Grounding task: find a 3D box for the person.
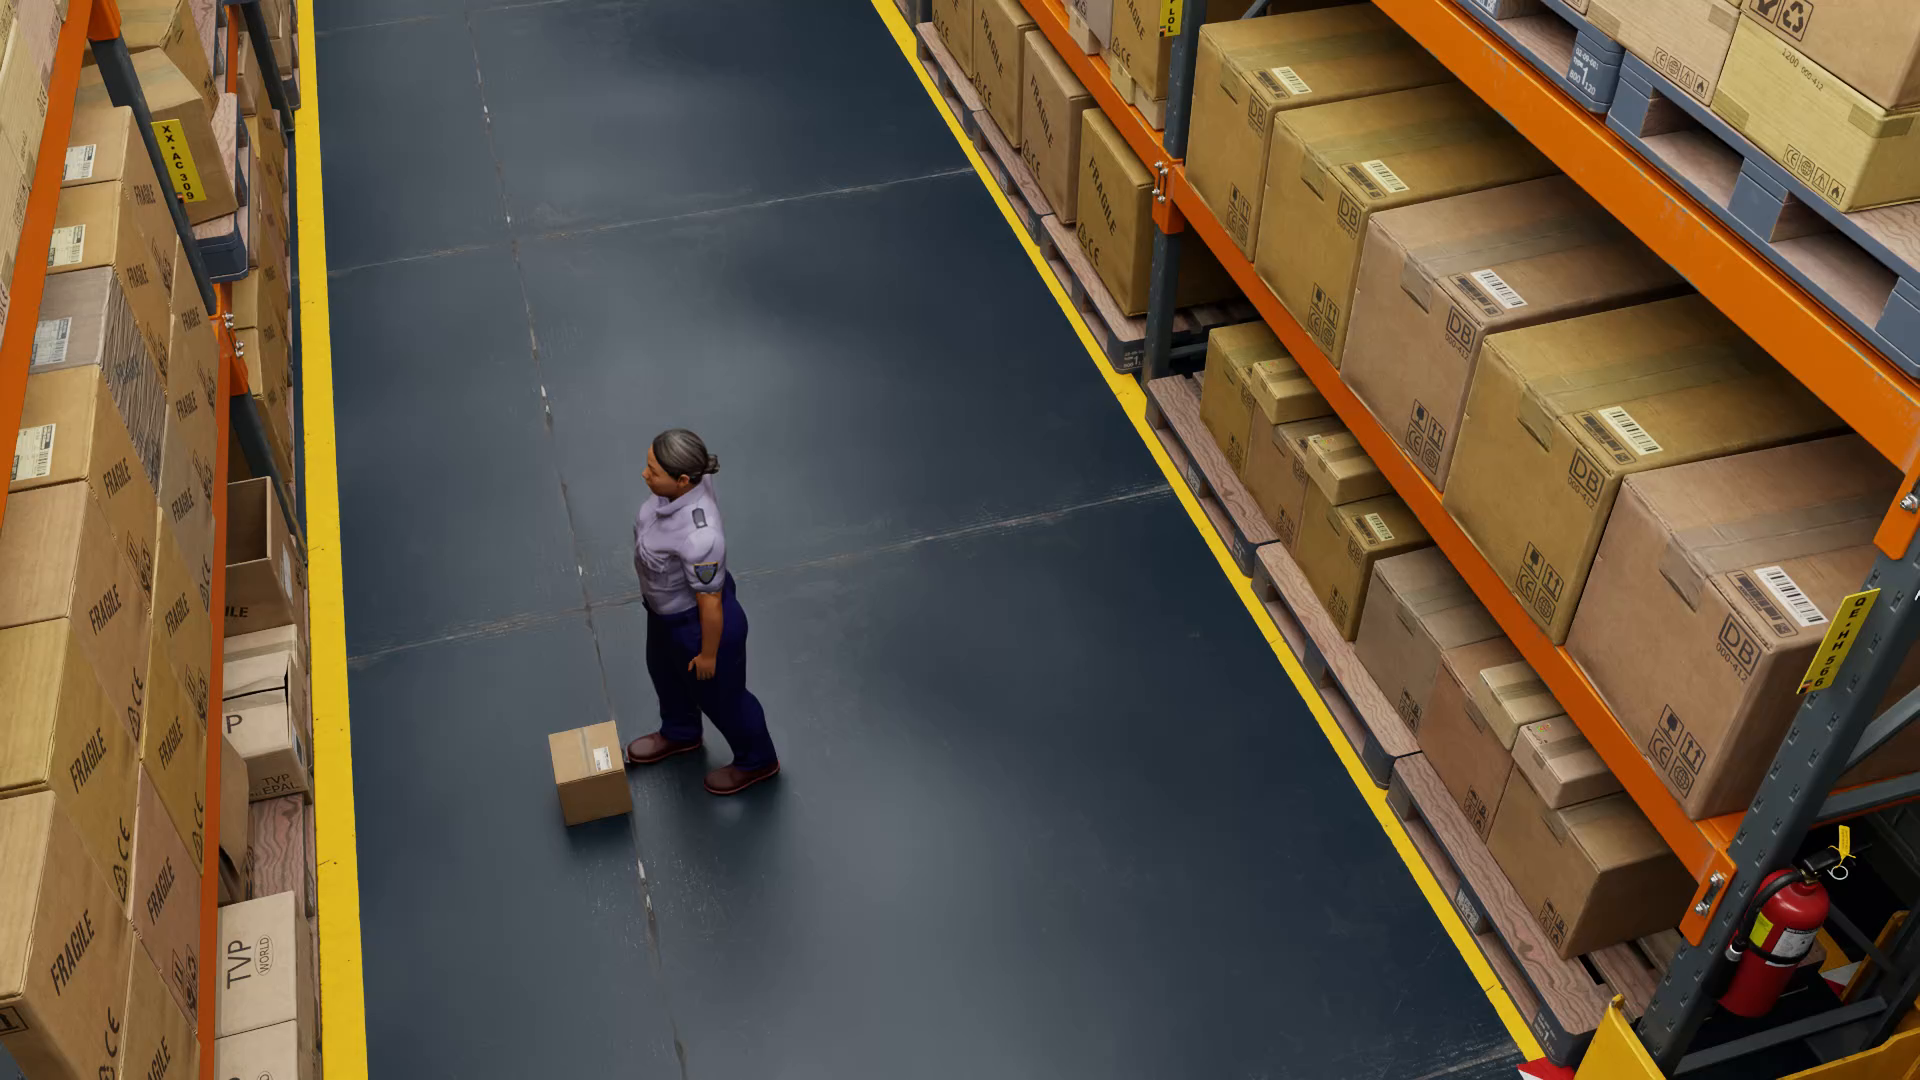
[{"bbox_3d":[-0.988,0.278,5.872,0.561,1.646,0.477,-11,44,-12],"label":"person"}]
